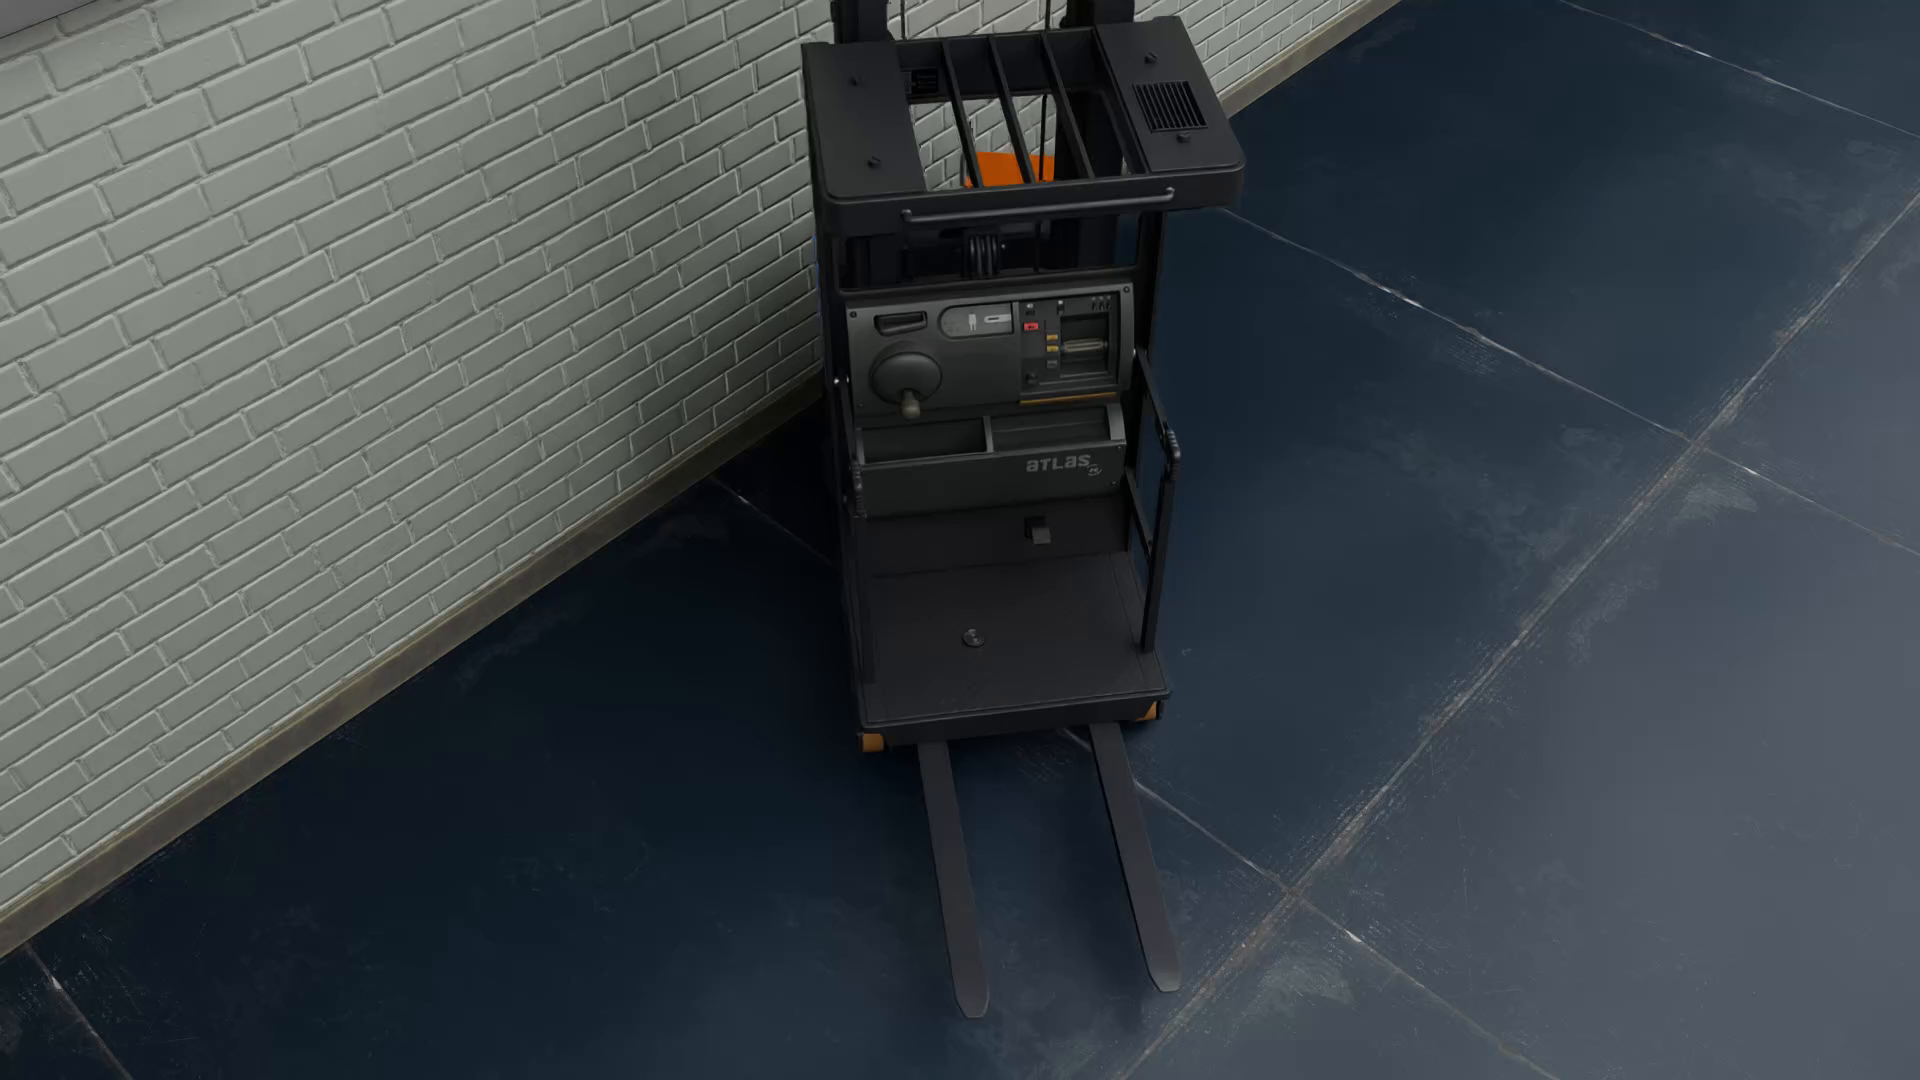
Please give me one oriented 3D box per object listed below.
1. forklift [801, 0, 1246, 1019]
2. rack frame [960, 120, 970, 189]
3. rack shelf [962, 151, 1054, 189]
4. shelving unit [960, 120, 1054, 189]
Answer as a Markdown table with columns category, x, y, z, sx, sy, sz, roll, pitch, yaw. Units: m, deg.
| category | x | y | z | sx | sy | sz | roll | pitch | yaw |
| --- | --- | --- | --- | --- | --- | --- | --- | --- | --- |
| forklift | 0.135 | -0.517 | 5.225 | 1.130 | 2.935 | 3.031 | -6 | 47 | -6 |
| rack frame | 0.020 | -1.192 | 7.046 | 0.015 | 1.200 | 0.240 | 5 | 47 | 5 |
| rack shelf | 0.262 | -1.440 | 6.740 | 0.480 | 0.148 | 0.258 | 5 | 47 | 5 |
| shelving unit | 0.262 | -1.171 | 7.027 | 0.503 | 1.200 | 0.258 | 5 | 47 | 5 |
